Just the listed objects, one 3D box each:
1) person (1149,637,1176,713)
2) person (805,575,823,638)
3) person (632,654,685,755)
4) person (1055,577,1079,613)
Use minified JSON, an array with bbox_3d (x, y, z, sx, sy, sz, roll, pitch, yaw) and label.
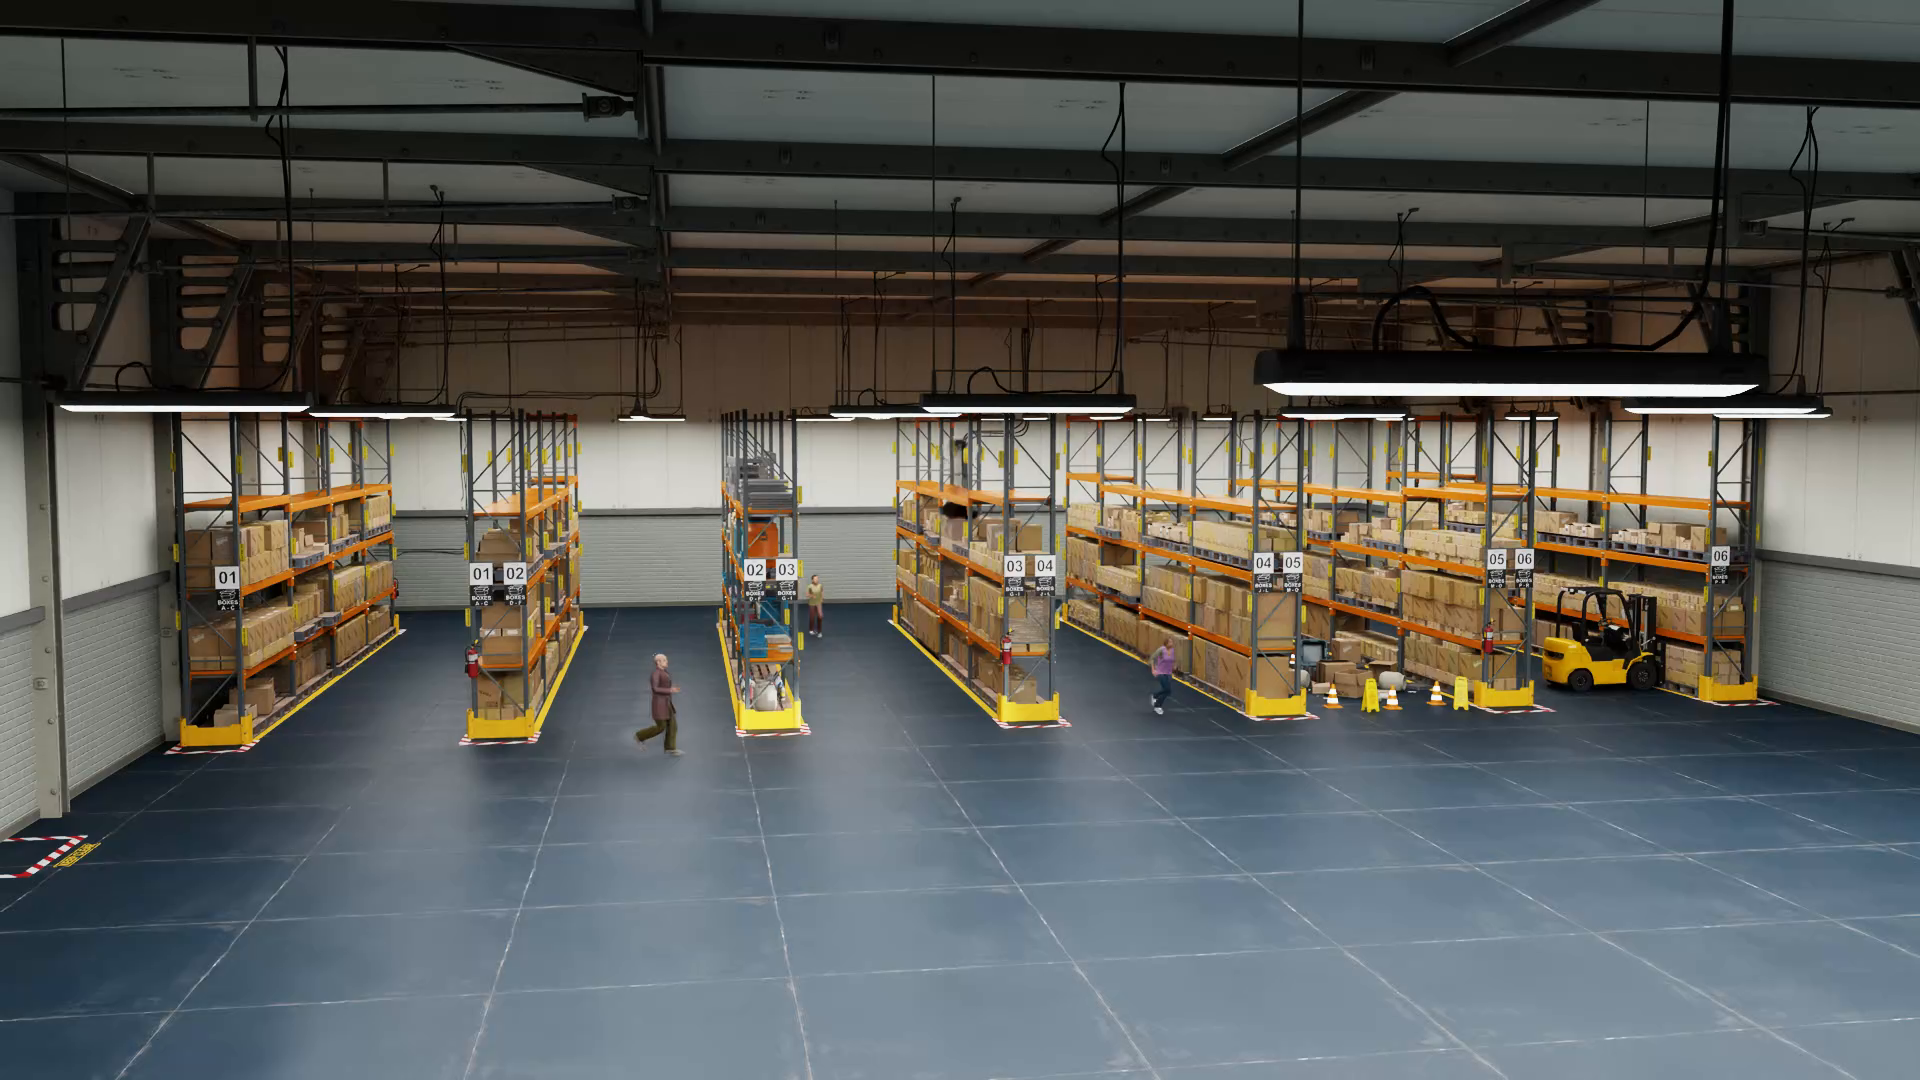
[{"bbox_3d":[4.048,2.664,32.913,0.524,1.542,0.580,-3,5,-34],"label":"person"},{"bbox_3d":[-3.912,1.773,44.741,0.521,1.709,0.790,-1,4,-15],"label":"person"},{"bbox_3d":[-5.160,2.836,28.663,0.846,1.750,0.711,1,4,7],"label":"person"},{"bbox_3d":[3.263,1.358,49.914,1.007,1.721,0.759,1,4,14],"label":"person"}]
